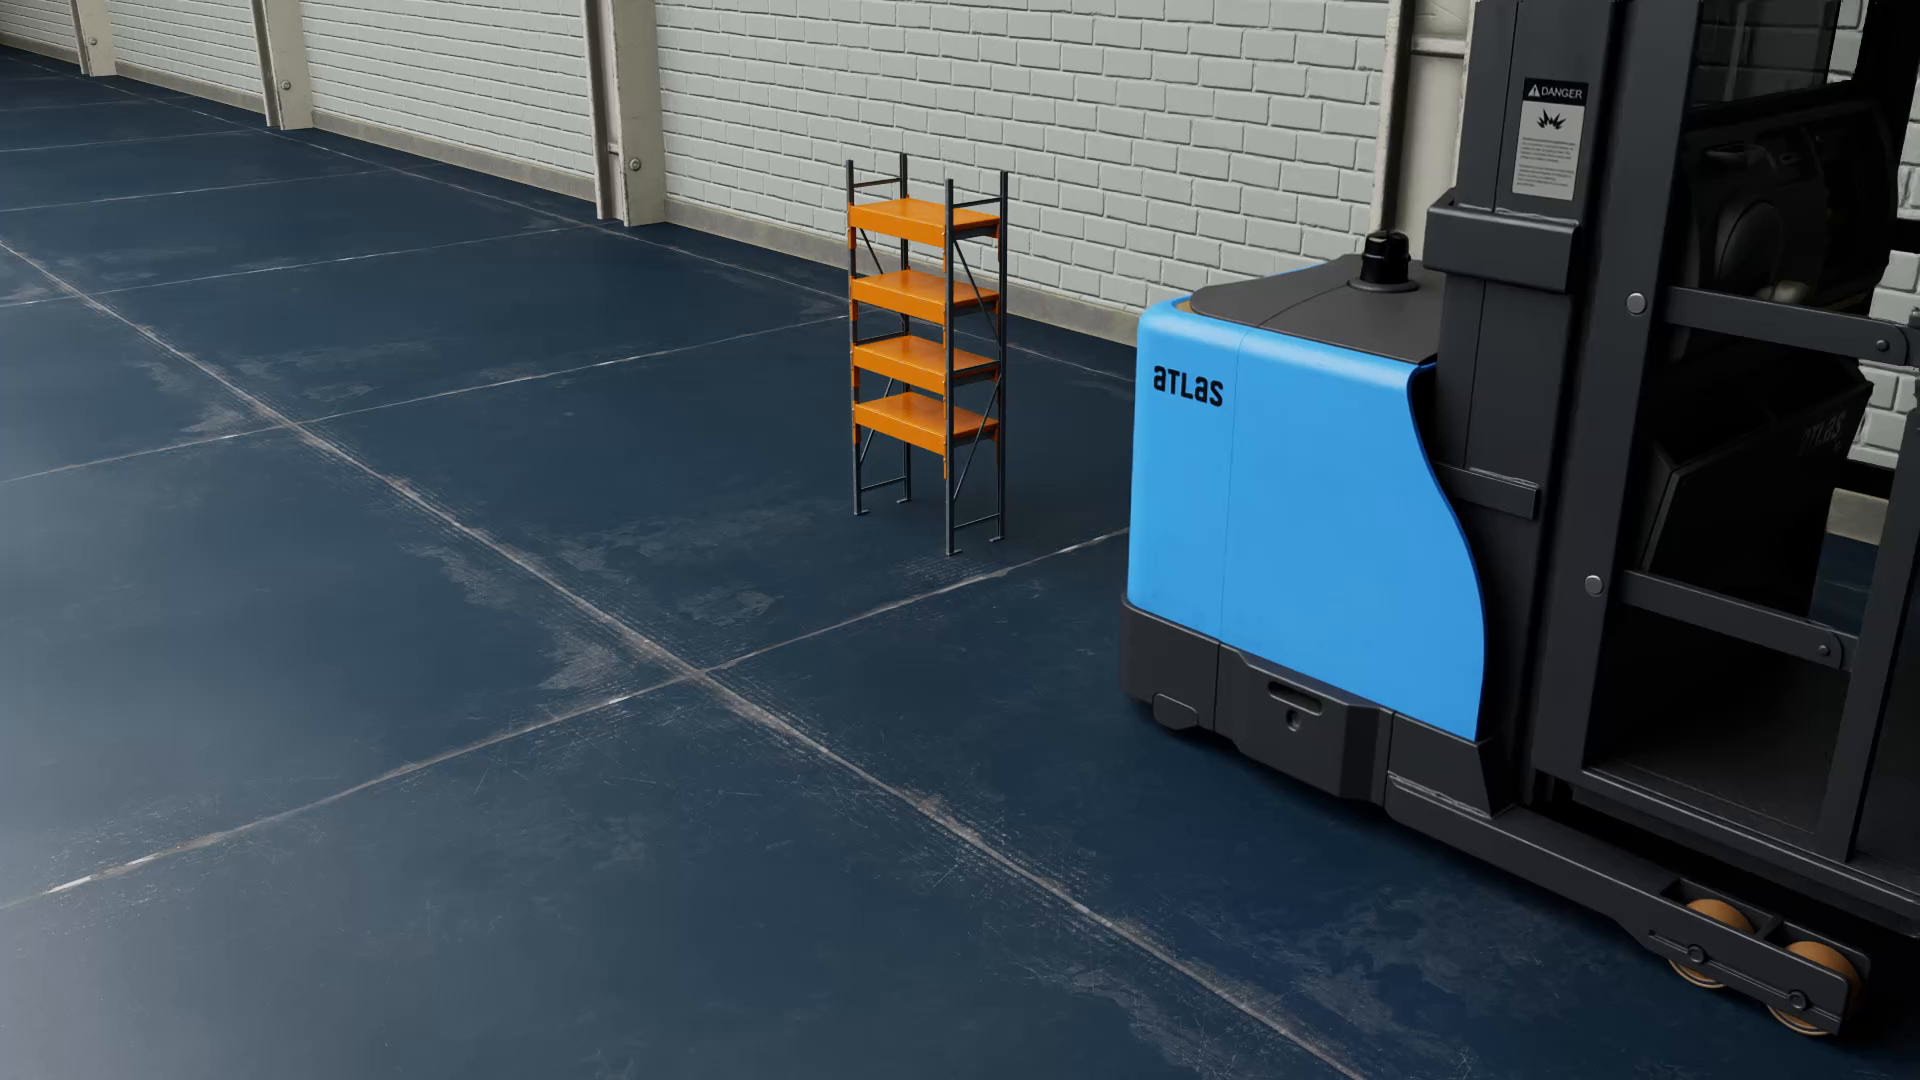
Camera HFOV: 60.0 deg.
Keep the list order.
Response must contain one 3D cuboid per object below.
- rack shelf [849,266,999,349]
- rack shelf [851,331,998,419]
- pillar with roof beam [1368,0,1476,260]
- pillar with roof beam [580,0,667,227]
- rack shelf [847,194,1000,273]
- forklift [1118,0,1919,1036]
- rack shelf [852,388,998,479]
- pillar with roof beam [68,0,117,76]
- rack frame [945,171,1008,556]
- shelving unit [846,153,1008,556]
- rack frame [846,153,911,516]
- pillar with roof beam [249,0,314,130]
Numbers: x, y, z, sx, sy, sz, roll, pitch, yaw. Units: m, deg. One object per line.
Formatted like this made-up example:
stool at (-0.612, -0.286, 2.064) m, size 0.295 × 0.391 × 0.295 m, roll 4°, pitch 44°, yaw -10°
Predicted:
rack shelf at (-0.108, -0.750, 5.325) m, size 0.258 × 0.148 × 0.480 m, roll -17°, pitch 27°, yaw -37°
rack shelf at (-0.108, -0.542, 5.406) m, size 0.258 × 0.148 × 0.480 m, roll -17°, pitch 27°, yaw -37°
pillar with roof beam at (-1.467, -3.591, 2.312) m, size 9.100 × 9.000 × 0.400 m, roll -17°, pitch 27°, yaw -37°
pillar with roof beam at (-5.383, -5.248, 6.545) m, size 9.100 × 9.000 × 0.400 m, roll -17°, pitch 27°, yaw -37°
rack shelf at (-0.108, -0.970, 5.239) m, size 0.258 × 0.148 × 0.480 m, roll -17°, pitch 27°, yaw -37°
forklift at (1.777, -0.649, 3.122) m, size 1.130 × 2.935 × 3.031 m, roll -18°, pitch 28°, yaw -39°
rack shelf at (-0.108, -0.357, 5.479) m, size 0.258 × 0.148 × 0.480 m, roll -17°, pitch 27°, yaw -37°
pillar with roof beam at (-13.216, -8.564, 15.009) m, size 9.100 × 9.000 × 0.400 m, roll -17°, pitch 27°, yaw -37°
rack frame at (0.051, -0.537, 5.210) m, size 0.240 × 1.200 × 0.015 m, roll -17°, pitch 27°, yaw -37°
shelving unit at (-0.108, -0.604, 5.382) m, size 0.258 × 1.200 × 0.503 m, roll -17°, pitch 27°, yaw -37°
rack frame at (-0.267, -0.672, 5.554) m, size 0.240 × 1.200 × 0.015 m, roll -17°, pitch 27°, yaw -37°
pillar with roof beam at (-9.300, -6.906, 10.777) m, size 9.100 × 9.000 × 0.400 m, roll -17°, pitch 27°, yaw -37°
